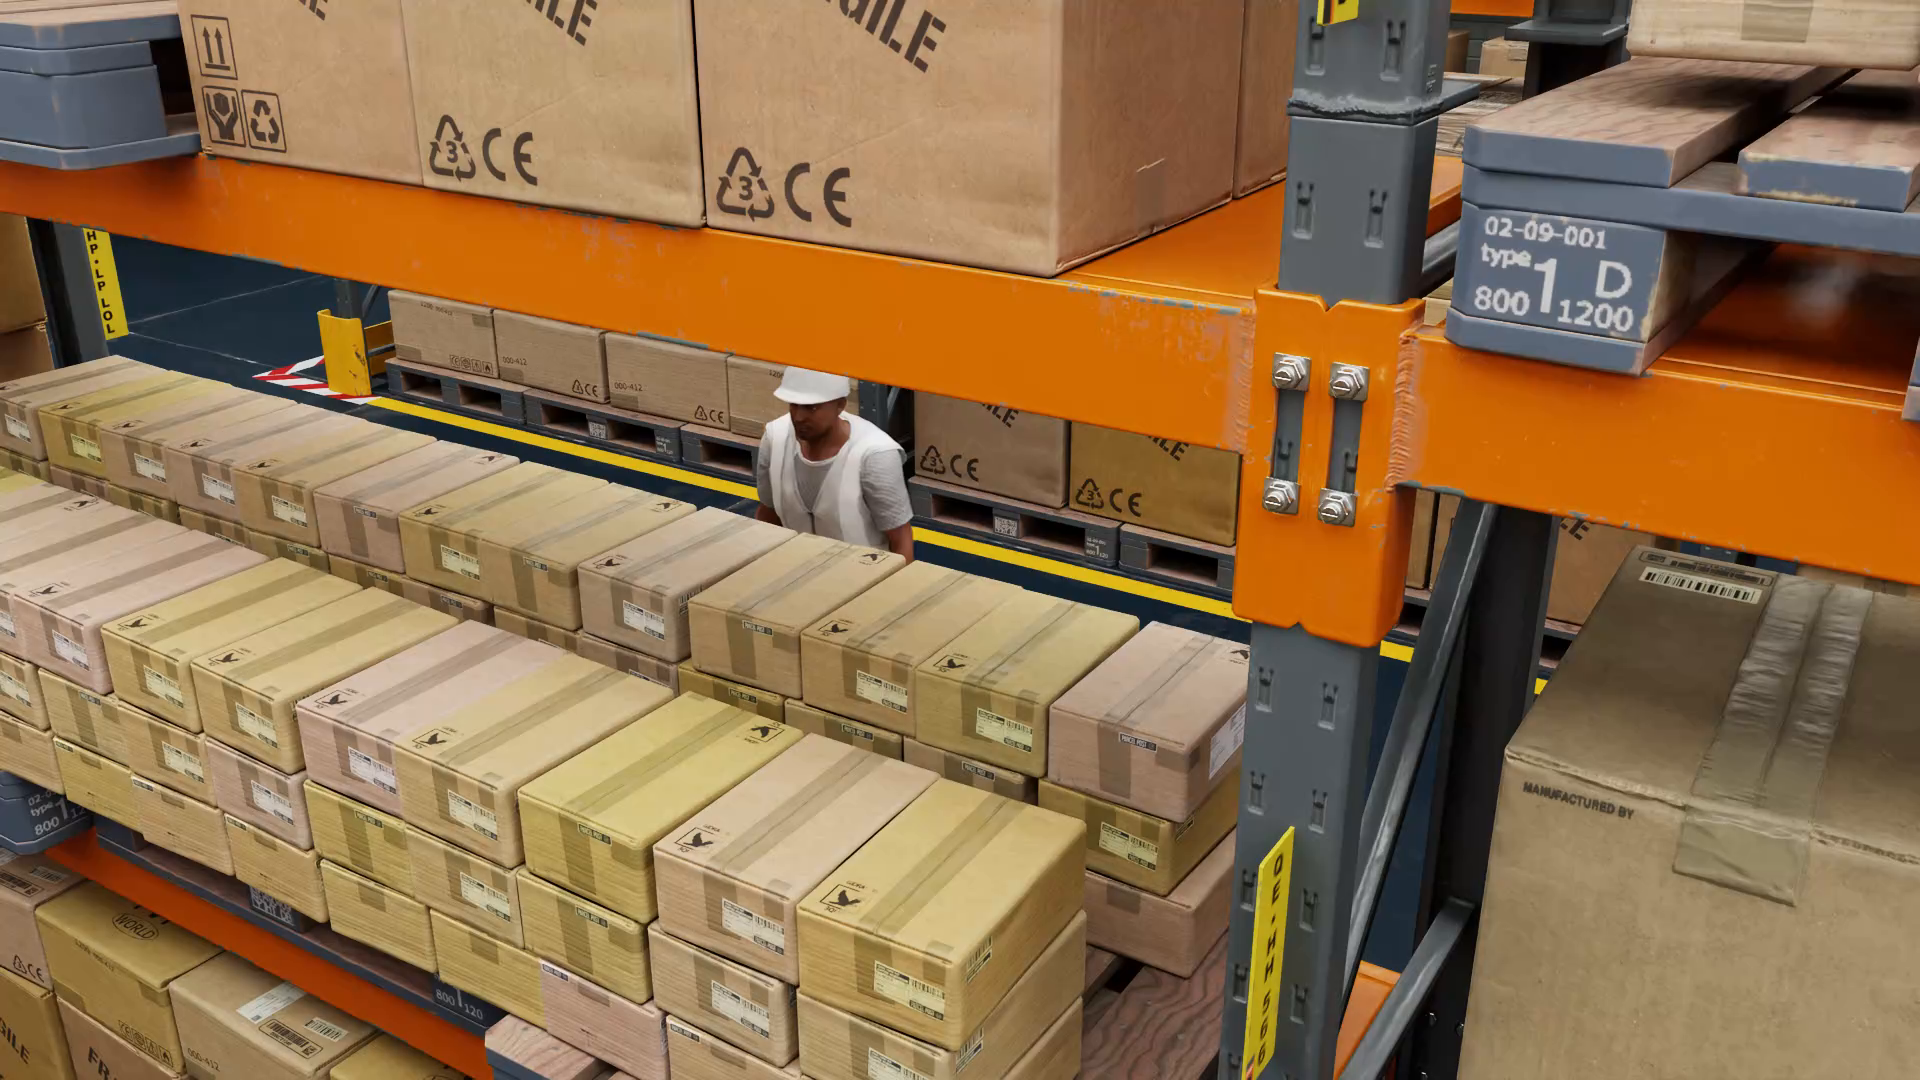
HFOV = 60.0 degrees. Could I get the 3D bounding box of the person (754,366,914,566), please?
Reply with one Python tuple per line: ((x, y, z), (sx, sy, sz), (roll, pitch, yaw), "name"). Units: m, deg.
((-0.447, 0.191, 5.626), (0.626, 1.776, 0.443), (12, 26, 27), "person")
